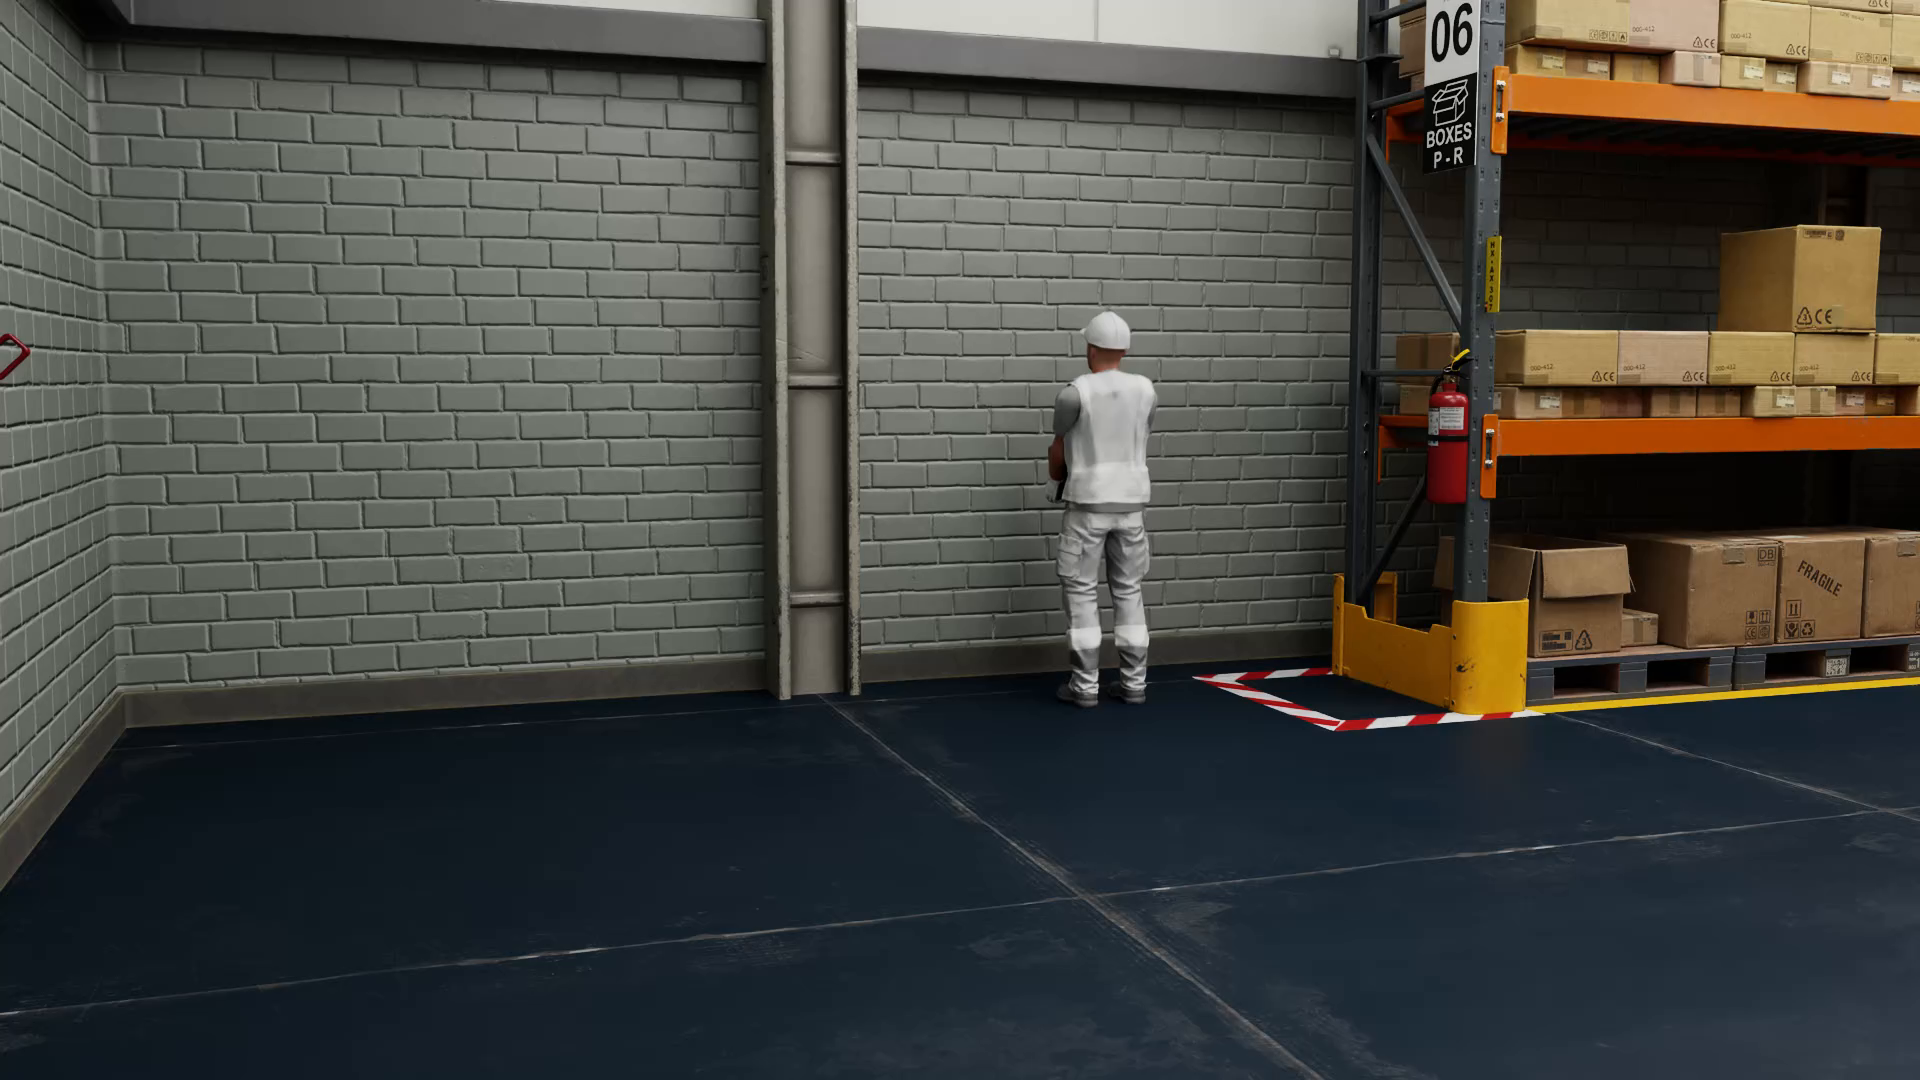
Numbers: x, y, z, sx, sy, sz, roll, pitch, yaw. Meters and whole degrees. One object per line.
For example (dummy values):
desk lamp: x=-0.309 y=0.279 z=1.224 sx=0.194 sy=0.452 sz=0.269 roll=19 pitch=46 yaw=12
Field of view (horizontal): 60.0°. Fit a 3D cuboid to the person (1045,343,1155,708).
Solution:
person: x=0.627 y=-0.124 z=7.664 sx=0.456 sy=1.735 sz=0.558 roll=-2 pitch=6 yaw=-18
